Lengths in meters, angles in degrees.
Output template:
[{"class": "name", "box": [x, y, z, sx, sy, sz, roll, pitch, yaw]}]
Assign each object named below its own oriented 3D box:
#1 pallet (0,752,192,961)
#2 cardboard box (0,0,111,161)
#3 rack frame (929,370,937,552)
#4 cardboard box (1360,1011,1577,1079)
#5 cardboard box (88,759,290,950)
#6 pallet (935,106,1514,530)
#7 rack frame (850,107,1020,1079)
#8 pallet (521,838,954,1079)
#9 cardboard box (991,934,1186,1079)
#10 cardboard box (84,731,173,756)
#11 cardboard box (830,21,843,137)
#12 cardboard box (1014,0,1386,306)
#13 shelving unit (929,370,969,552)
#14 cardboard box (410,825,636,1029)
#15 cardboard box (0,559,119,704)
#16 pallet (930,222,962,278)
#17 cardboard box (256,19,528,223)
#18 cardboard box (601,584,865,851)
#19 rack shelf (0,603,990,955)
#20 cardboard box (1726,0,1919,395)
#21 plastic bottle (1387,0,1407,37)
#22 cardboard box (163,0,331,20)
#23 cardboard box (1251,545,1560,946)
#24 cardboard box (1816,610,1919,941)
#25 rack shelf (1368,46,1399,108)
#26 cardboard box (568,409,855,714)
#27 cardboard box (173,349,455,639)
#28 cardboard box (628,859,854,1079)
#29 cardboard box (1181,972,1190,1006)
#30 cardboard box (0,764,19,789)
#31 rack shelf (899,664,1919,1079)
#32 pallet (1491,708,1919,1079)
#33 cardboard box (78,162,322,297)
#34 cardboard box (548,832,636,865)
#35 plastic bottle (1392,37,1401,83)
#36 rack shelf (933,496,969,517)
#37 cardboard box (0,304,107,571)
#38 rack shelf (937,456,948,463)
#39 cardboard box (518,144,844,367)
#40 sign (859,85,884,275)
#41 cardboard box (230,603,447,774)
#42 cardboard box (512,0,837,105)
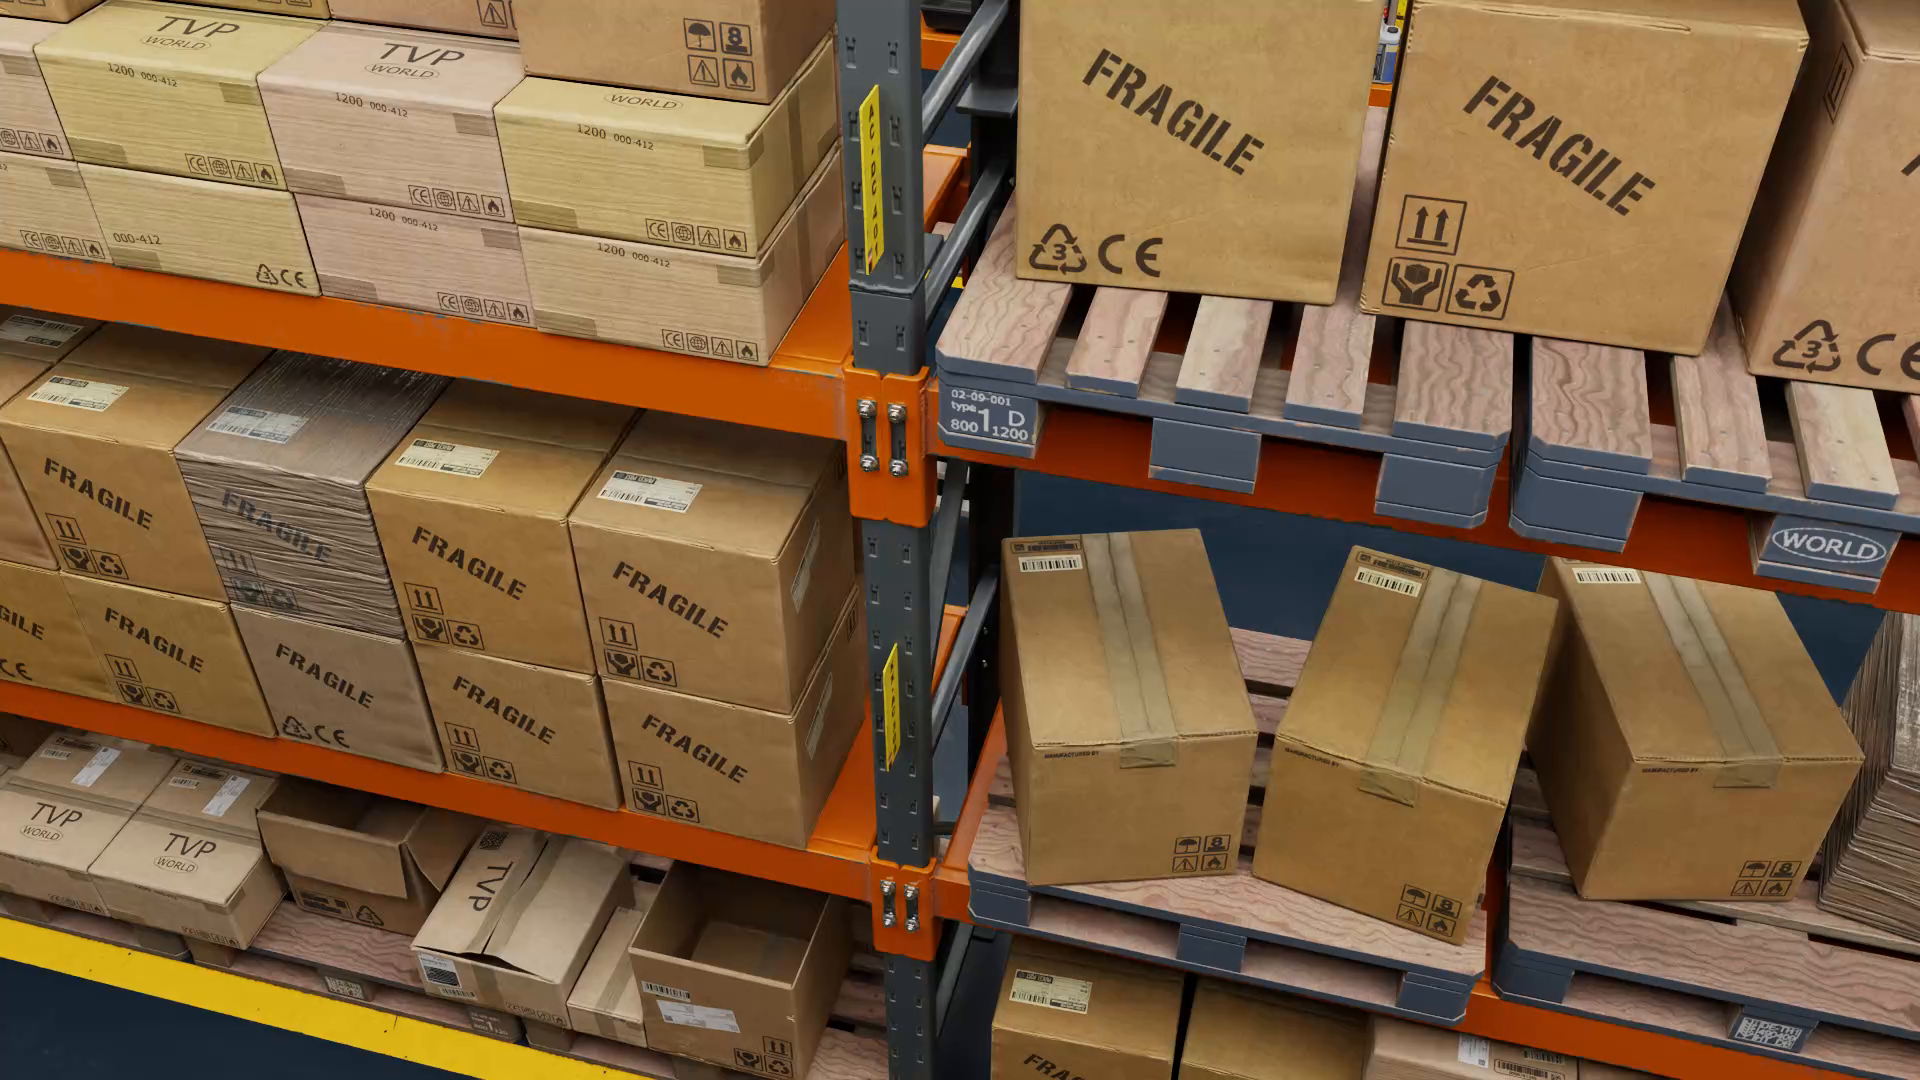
[{"class": "pallet", "box": [-3.041, 0.923, 5.987, 1.213, 0.211, 1.003, 10, 41, 11]}, {"class": "cardboard box", "box": [-2.008, -1.072, 3.590, 0.500, 0.250, 0.500, 10, 41, 11]}, {"class": "rack frame", "box": [-0.106, -0.363, 6.982, 0.006, 0.900, 0.240, 10, 41, 11]}, {"class": "cardboard box", "box": [1.349, 1.276, 4.417, 0.500, 0.250, 0.500, 10, 41, 12]}, {"class": "cardboard box", "box": [-2.467, 1.028, 5.489, 0.500, 0.250, 0.500, 10, 41, 11]}, {"class": "pallet", "box": [0.591, -0.549, 3.385, 1.003, 0.211, 1.213, 10, 41, 11]}, {"class": "rack frame", "box": [-0.021, 0.376, 4.470, 0.127, 3.000, 1.000, 10, 41, 11]}, {"class": "pallet", "box": [-0.684, 1.329, 5.504, 1.213, 0.211, 1.003, 10, 41, 11]}, {"class": "cardboard box", "box": [0.383, 1.396, 4.856, 0.500, 0.500, 0.500, 8, 41, 9]}, {"class": "cardboard box", "box": [-2.928, 0.688, 5.959, 0.250, 0.166, 0.380, 10, 41, 11]}, {"class": "cardboard box", "box": [-0.427, -1.142, 3.673, 0.500, 0.250, 0.500, 10, 41, 11]}, {"class": "cardboard box", "box": [0.446, -0.881, 3.152, 0.600, 0.600, 0.600, 6, 40, 7]}, {"class": "shelving unit", "box": [-0.008, -0.346, 6.962, 0.210, 0.900, 0.258, 10, 41, 11]}, {"class": "cardboard box", "box": [-1.369, 1.194, 5.245, 0.500, 0.311, 0.500, 10, 41, 11]}, {"class": "cardboard box", "box": [-2.541, 0.078, 4.747, 0.500, 0.500, 0.500, 10, 41, 11]}, {"class": "pallet", "box": [0.543, -1.731, 9.147, 1.213, 0.211, 1.003, 10, 41, 11]}, {"class": "cardboard box", "box": [-1.043, -0.904, 3.390, 0.500, 0.250, 0.500, 10, 41, 11]}, {"class": "cardboard box", "box": [-0.570, 0.414, 4.347, 0.500, 0.500, 0.500, 10, 41, 12]}, {"class": "rack shelf", "box": [-1.953, 0.319, 5.097, 4.000, 0.370, 1.077, 10, 41, 11]}, {"class": "cardboard box", "box": [1.736, -0.661, 2.890, 0.600, 0.600, 0.600, 8, 41, 10]}, {"class": "plastic bottle", "box": [2.198, -2.643, 8.103, 0.185, 0.351, 0.144, 10, 41, 11]}, {"class": "cardboard box", "box": [-1.432, -1.502, 3.518, 0.500, 0.500, 0.700, 10, 41, 11]}, {"class": "cardboard box", "box": [1.059, 0.469, 3.954, 0.500, 0.500, 0.700, 16, 43, 18]}, {"class": "cardboard box", "box": [2.371, 0.536, 3.875, 0.500, 0.500, 0.700, 17, 43, 20]}, {"class": "rack shelf", "box": [3.195, -2.093, 7.969, 4.000, 0.370, 1.077, 10, 41, 11]}, {"class": "cardboard box", "box": [-0.577, 0.032, 4.025, 0.500, 0.500, 0.500, 10, 41, 12]}, {"class": "cardboard box", "box": [-1.559, -0.136, 4.224, 0.500, 0.500, 0.500, 10, 41, 12]}, {"class": "cardboard box", "box": [-0.645, 1.246, 5.035, 0.500, 0.500, 0.500, 10, 41, 11]}, {"class": "cardboard box", "box": [0.530, 1.069, 5.247, 0.500, 0.500, 0.500, 10, 41, 11]}, {"class": "cardboard box", "box": [-3.328, 0.952, 5.645, 0.250, 0.166, 0.380, 10, 41, 11]}, {"class": "rack shelf", "box": [1.911, 0.984, 4.306, 4.000, 0.370, 1.077, 10, 41, 11]}, {"class": "pallet", "box": [1.963, 0.794, 4.122, 1.213, 0.211, 1.003, 10, 41, 11]}, {"class": "cardboard box", "box": [-1.525, -0.798, 3.653, 0.500, 0.250, 0.500, 10, 41, 11]}, {"class": "cardboard box", "box": [-1.209, 0.951, 5.647, 0.250, 0.166, 0.380, 10, 41, 11]}, {"class": "plastic bottle", "box": [2.070, -2.241, 7.686, 0.097, 0.271, 0.097, 0, 40, 0]}, {"class": "rack shelf", "box": [-0.008, -0.183, 7.099, 0.200, 0.077, 0.258, 10, 41, 11]}, {"class": "cardboard box", "box": [-2.536, -0.304, 4.425, 0.500, 0.500, 0.500, 10, 41, 12]}, {"class": "rack shelf", "box": [-0.008, -0.389, 6.926, 0.200, 0.077, 0.258, 10, 41, 11]}, {"class": "cardboard box", "box": [-0.560, -0.631, 3.453, 0.500, 0.250, 0.500, 10, 41, 11]}, {"class": "sign", "box": [-0.154, -0.632, 2.936, 0.005, 0.325, 0.100, 10, 41, 11]}, {"class": "cardboard box", "box": [-1.566, 0.245, 4.548, 0.500, 0.500, 0.500, 11, 41, 12]}, {"class": "cardboard box", "box": [-0.501, -1.251, 3.220, 0.500, 0.500, 0.700, 10, 41, 11]}]
